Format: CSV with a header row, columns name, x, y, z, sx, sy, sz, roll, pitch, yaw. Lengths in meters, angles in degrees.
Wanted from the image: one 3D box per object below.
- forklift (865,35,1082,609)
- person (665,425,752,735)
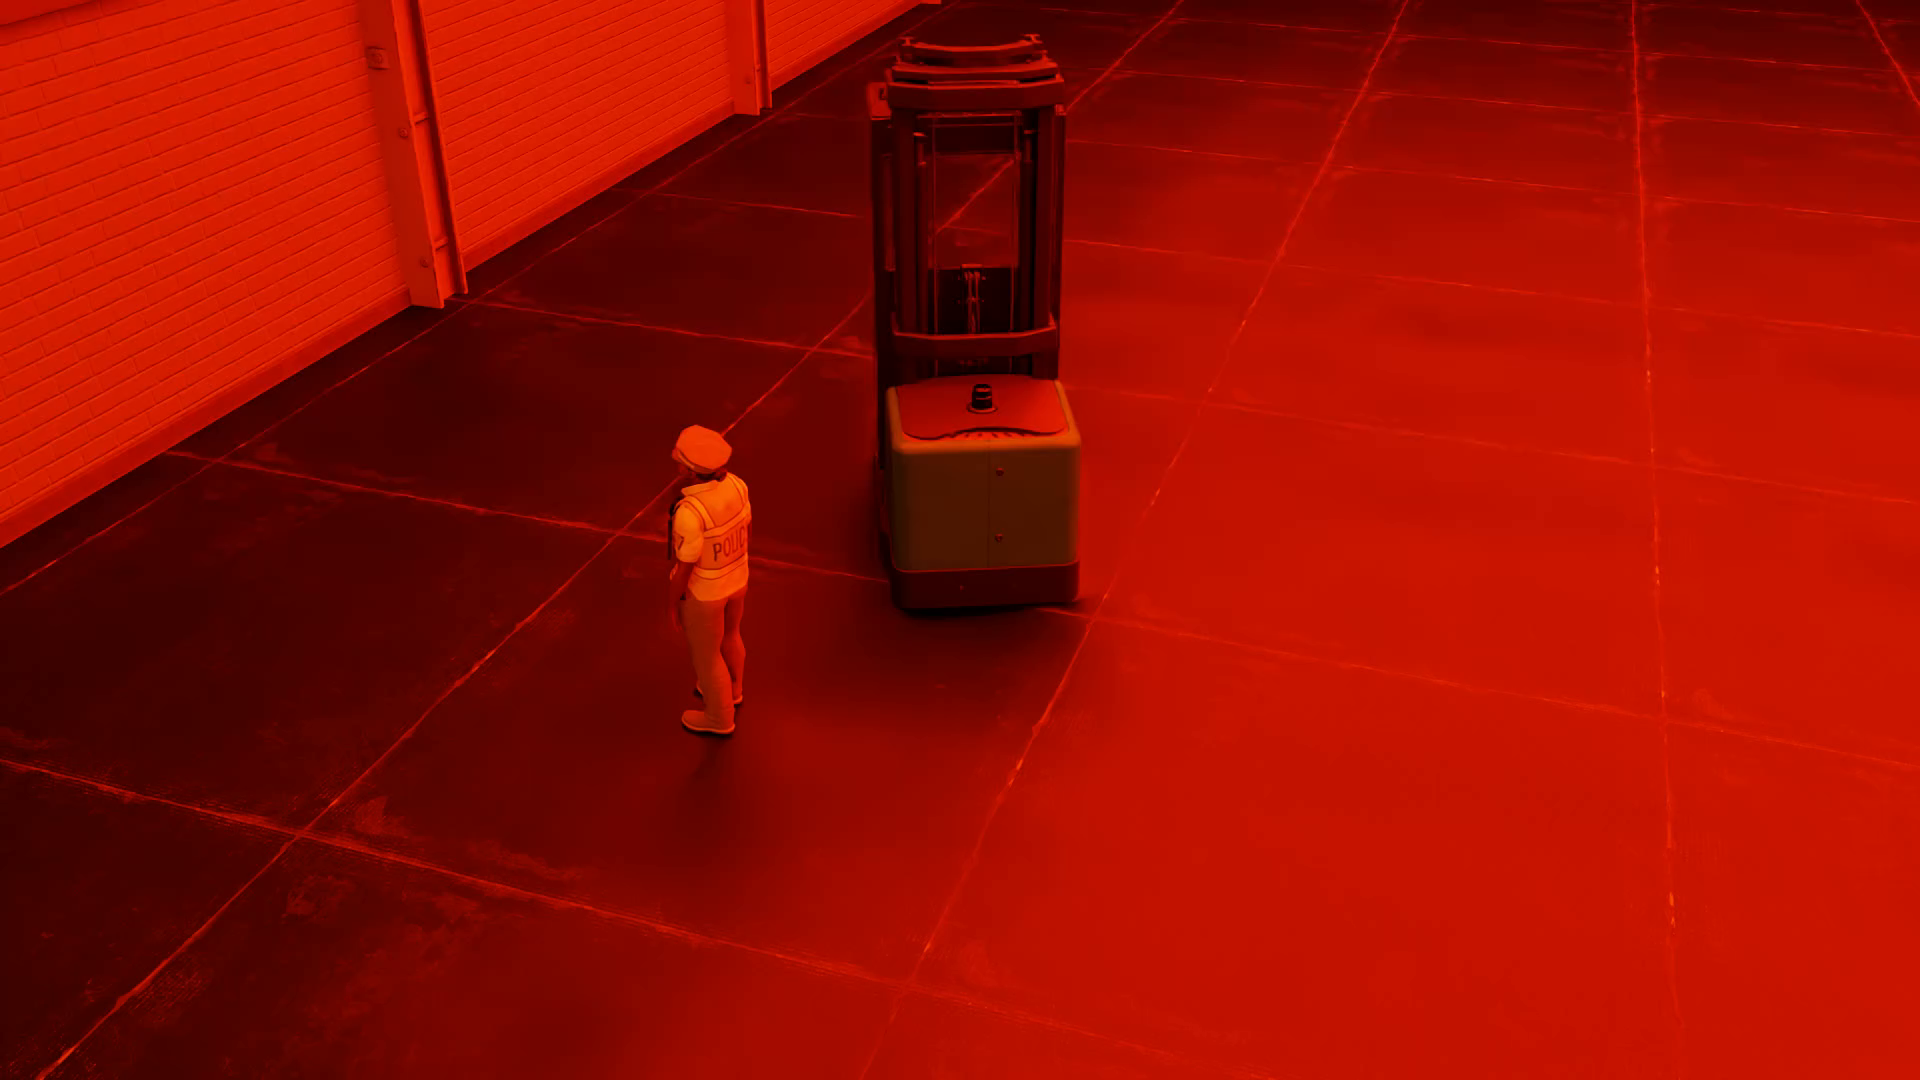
name,x,y,z,sx,sy,sz,roll,pitch,yaw
forklift,0.023,-1.591,9.927,1.130,2.935,3.031,-3,30,-4
person,-1.258,0.194,8.032,0.530,1.696,0.563,17,34,27
